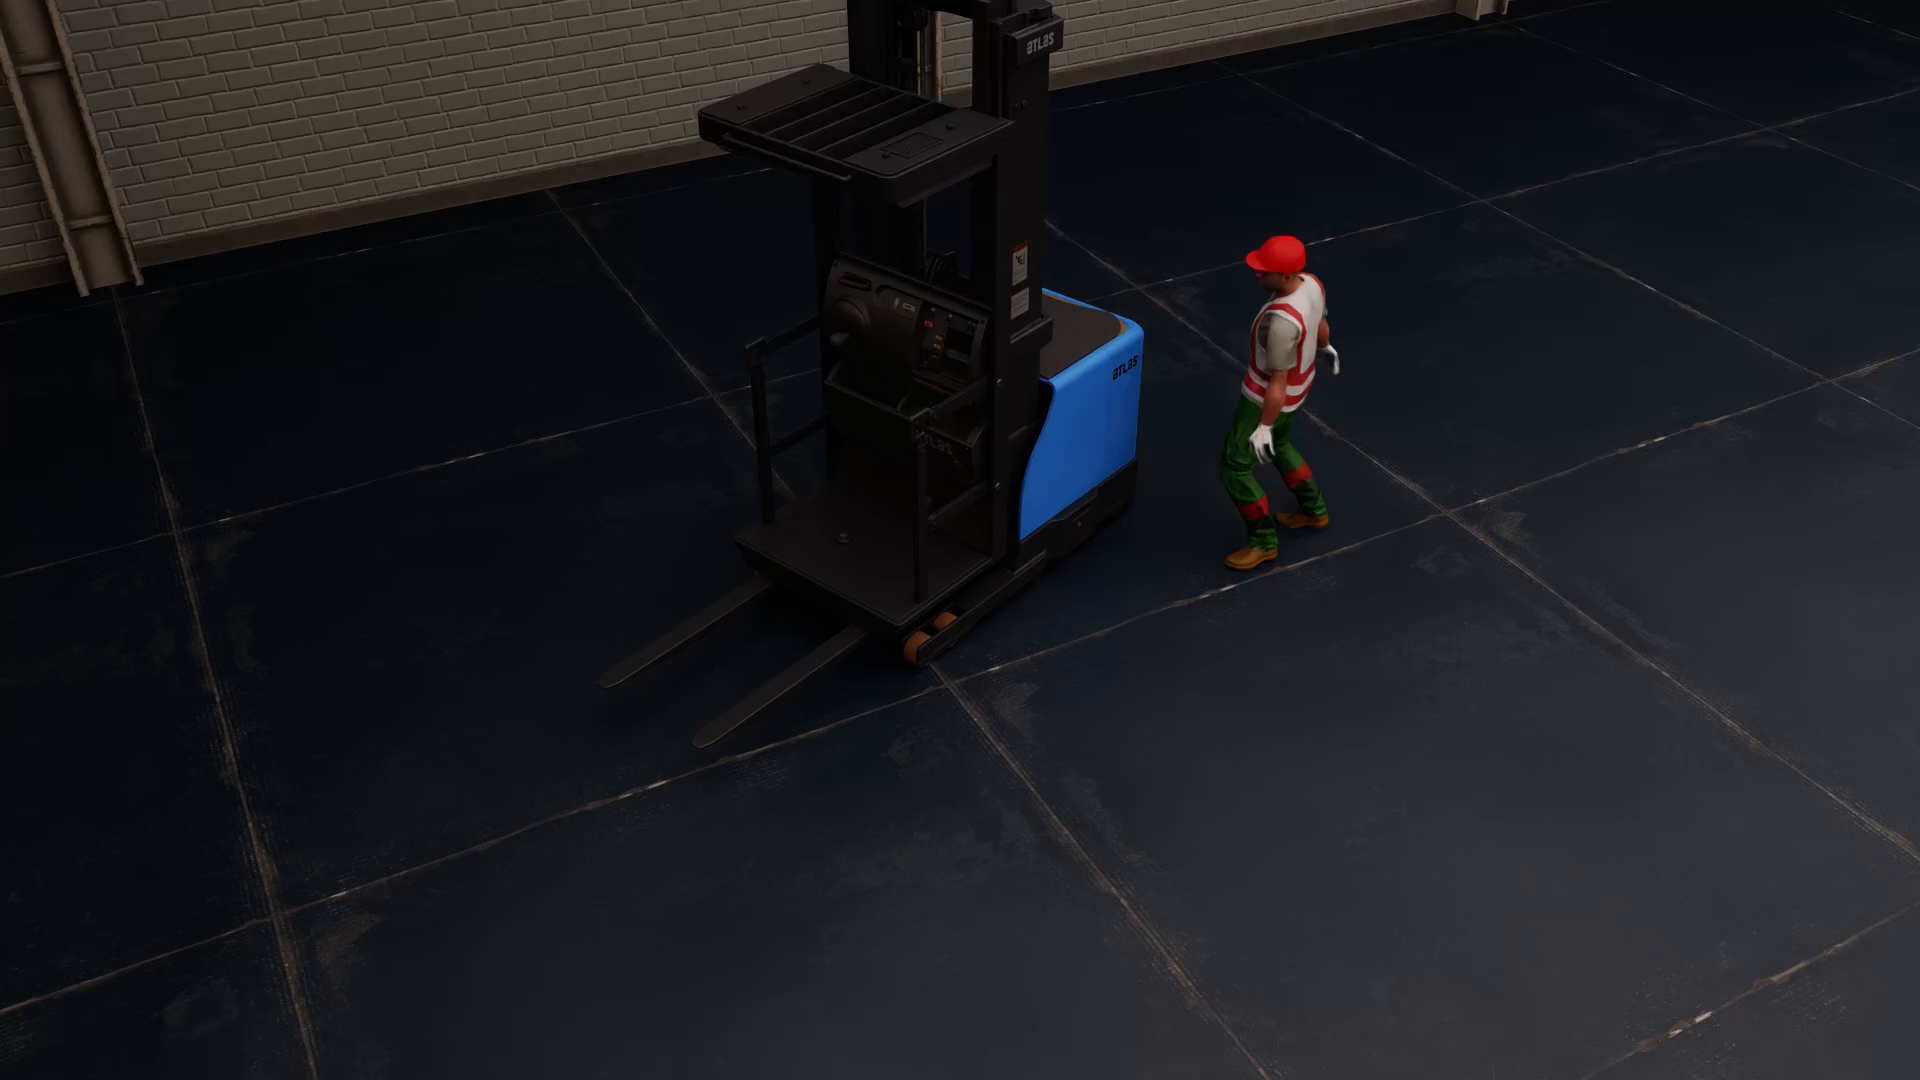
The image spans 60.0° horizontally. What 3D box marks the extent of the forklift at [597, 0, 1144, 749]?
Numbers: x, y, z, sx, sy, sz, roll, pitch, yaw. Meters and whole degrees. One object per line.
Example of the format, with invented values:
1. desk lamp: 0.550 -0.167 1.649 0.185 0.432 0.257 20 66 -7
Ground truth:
1. forklift: -0.390 -0.927 7.434 1.130 2.935 3.031 26 43 31

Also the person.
1. person: 1.648 -0.738 8.253 0.503 1.734 0.894 19 39 24
